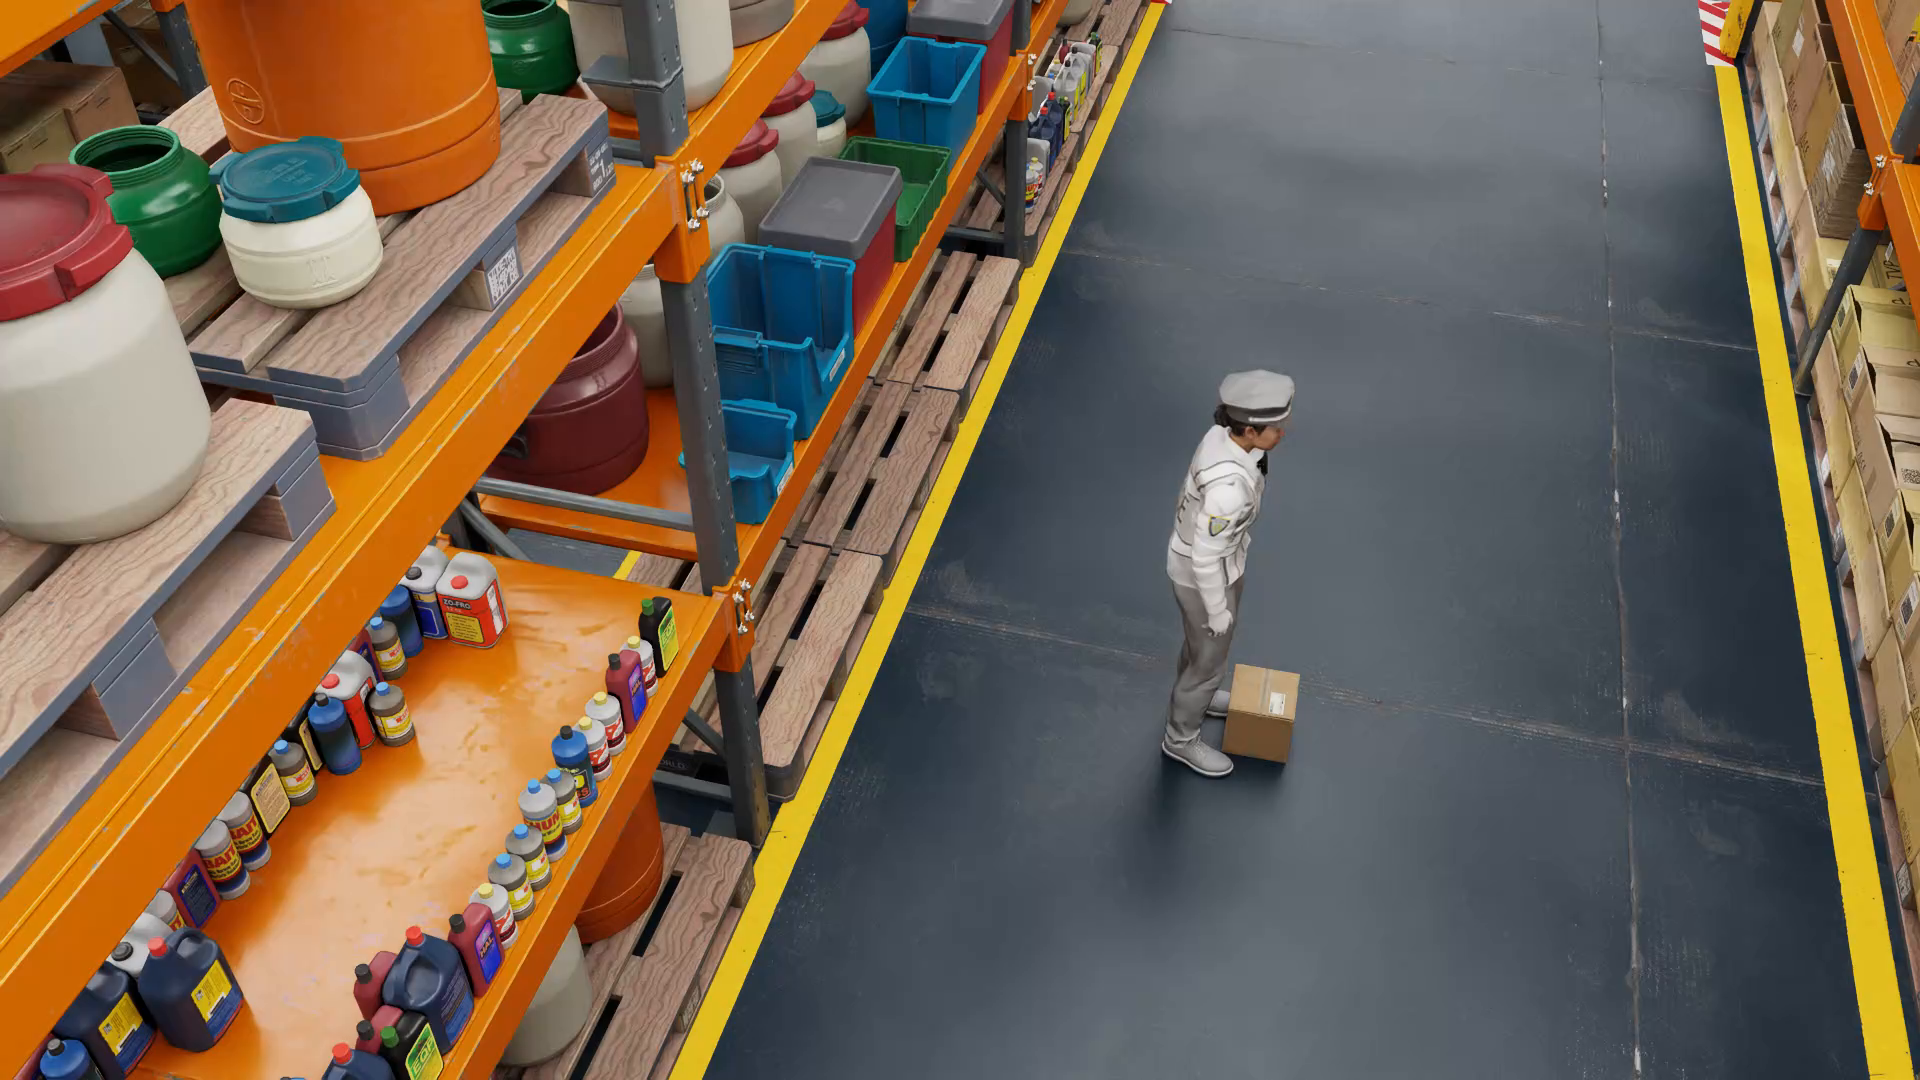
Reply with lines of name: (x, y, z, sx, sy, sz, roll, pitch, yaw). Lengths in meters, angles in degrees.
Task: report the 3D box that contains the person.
person: (0.934, 0.109, 6.031, 0.371, 1.664, 0.529, 10, 42, 12)
